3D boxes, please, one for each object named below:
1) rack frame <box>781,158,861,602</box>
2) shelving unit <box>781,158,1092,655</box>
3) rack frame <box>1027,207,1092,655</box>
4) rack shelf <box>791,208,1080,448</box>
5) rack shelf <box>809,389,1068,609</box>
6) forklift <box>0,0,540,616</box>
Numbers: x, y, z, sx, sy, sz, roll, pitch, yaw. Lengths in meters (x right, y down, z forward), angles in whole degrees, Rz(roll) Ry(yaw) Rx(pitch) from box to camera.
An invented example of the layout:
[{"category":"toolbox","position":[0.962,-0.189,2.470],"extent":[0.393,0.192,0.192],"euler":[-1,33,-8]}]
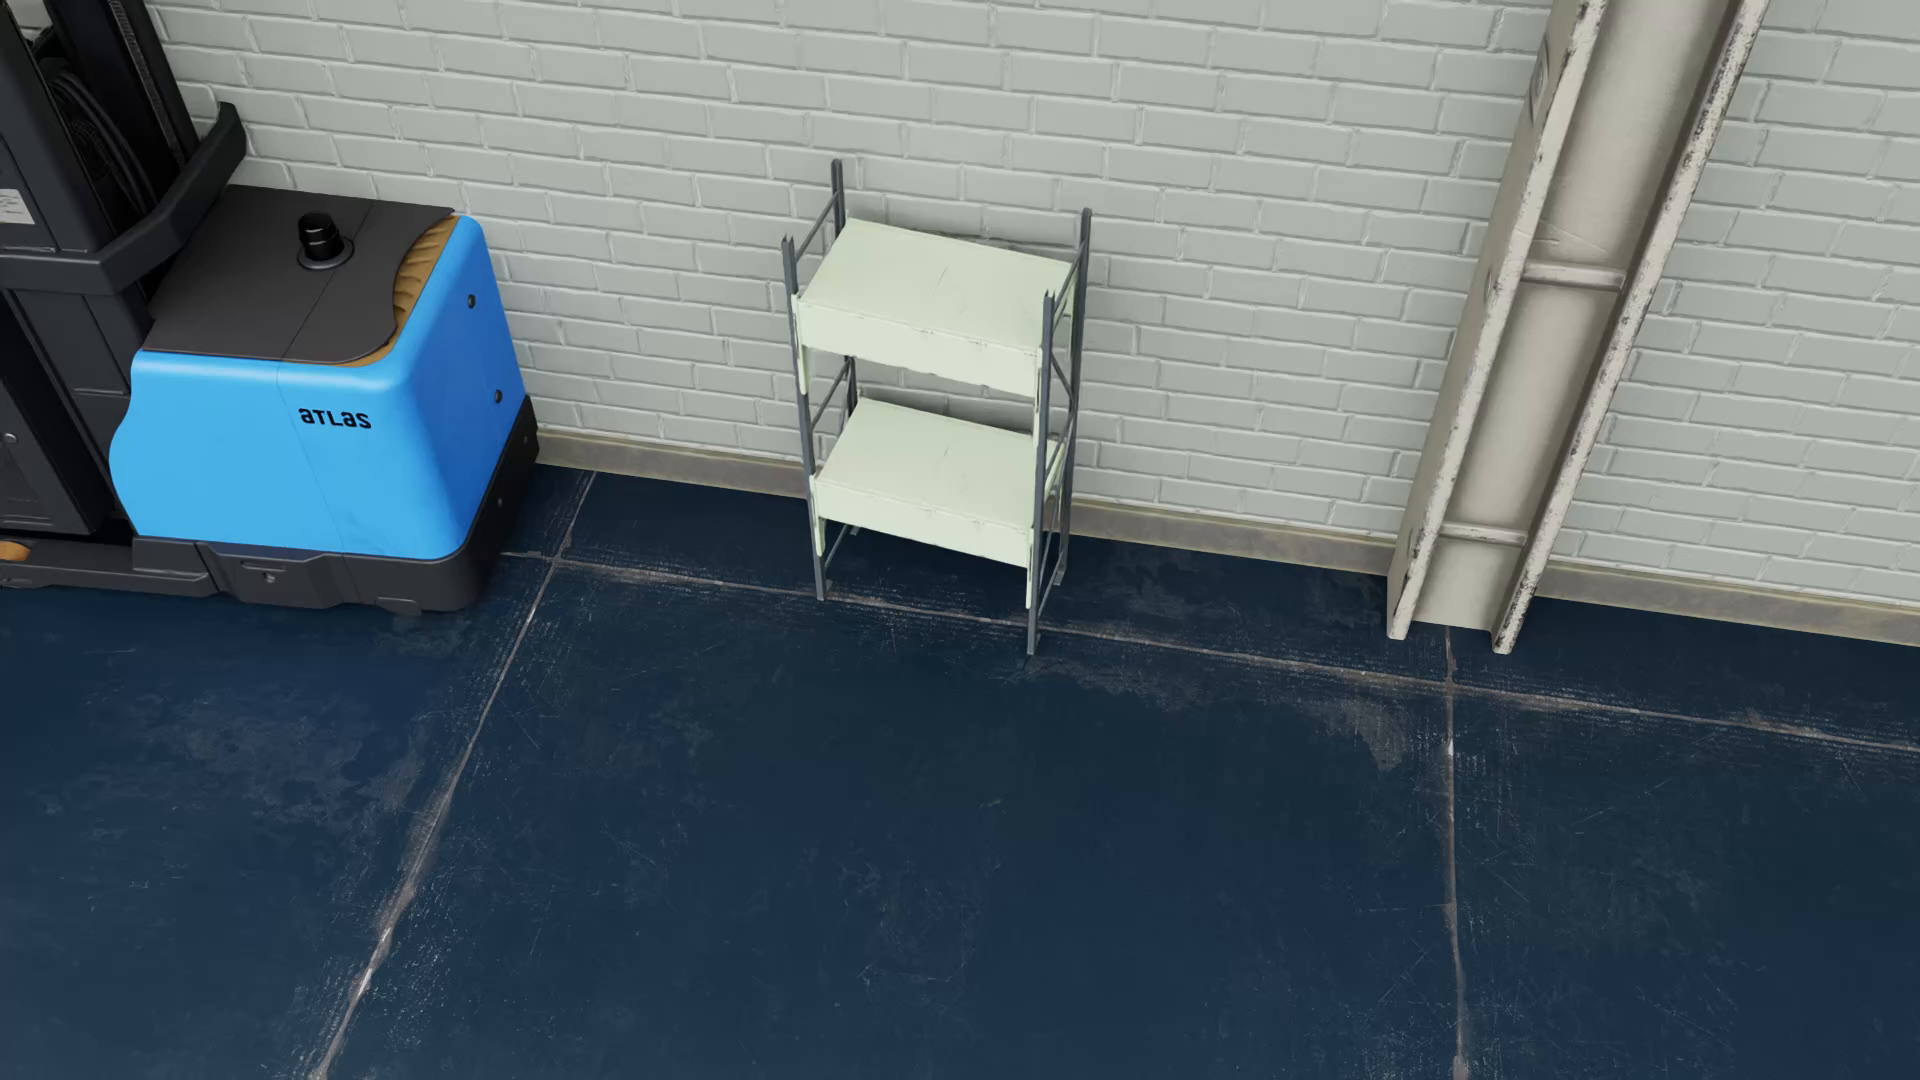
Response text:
[{"category":"rack frame","position":[-0.405,-0.437,5.133],"extent":[0.023,1.500,0.400],"euler":[14,50,12]},{"category":"shelving unit","position":[-0.058,-0.352,5.057],"extent":[0.755,1.500,0.431],"euler":[14,50,12]},{"category":"rack frame","position":[0.290,-0.267,4.980],"extent":[0.023,1.500,0.400],"euler":[14,50,12]},{"category":"rack shelf","position":[-0.058,-0.612,4.766],"extent":[0.720,0.370,0.431],"euler":[14,50,12]},{"category":"rack shelf","position":[-0.057,-0.135,5.300],"extent":[0.720,0.370,0.431],"euler":[14,50,12]},{"category":"forklift","position":[-3.033,-1.203,4.861],"extent":[3.031,2.935,1.130],"euler":[5,48,4]}]
